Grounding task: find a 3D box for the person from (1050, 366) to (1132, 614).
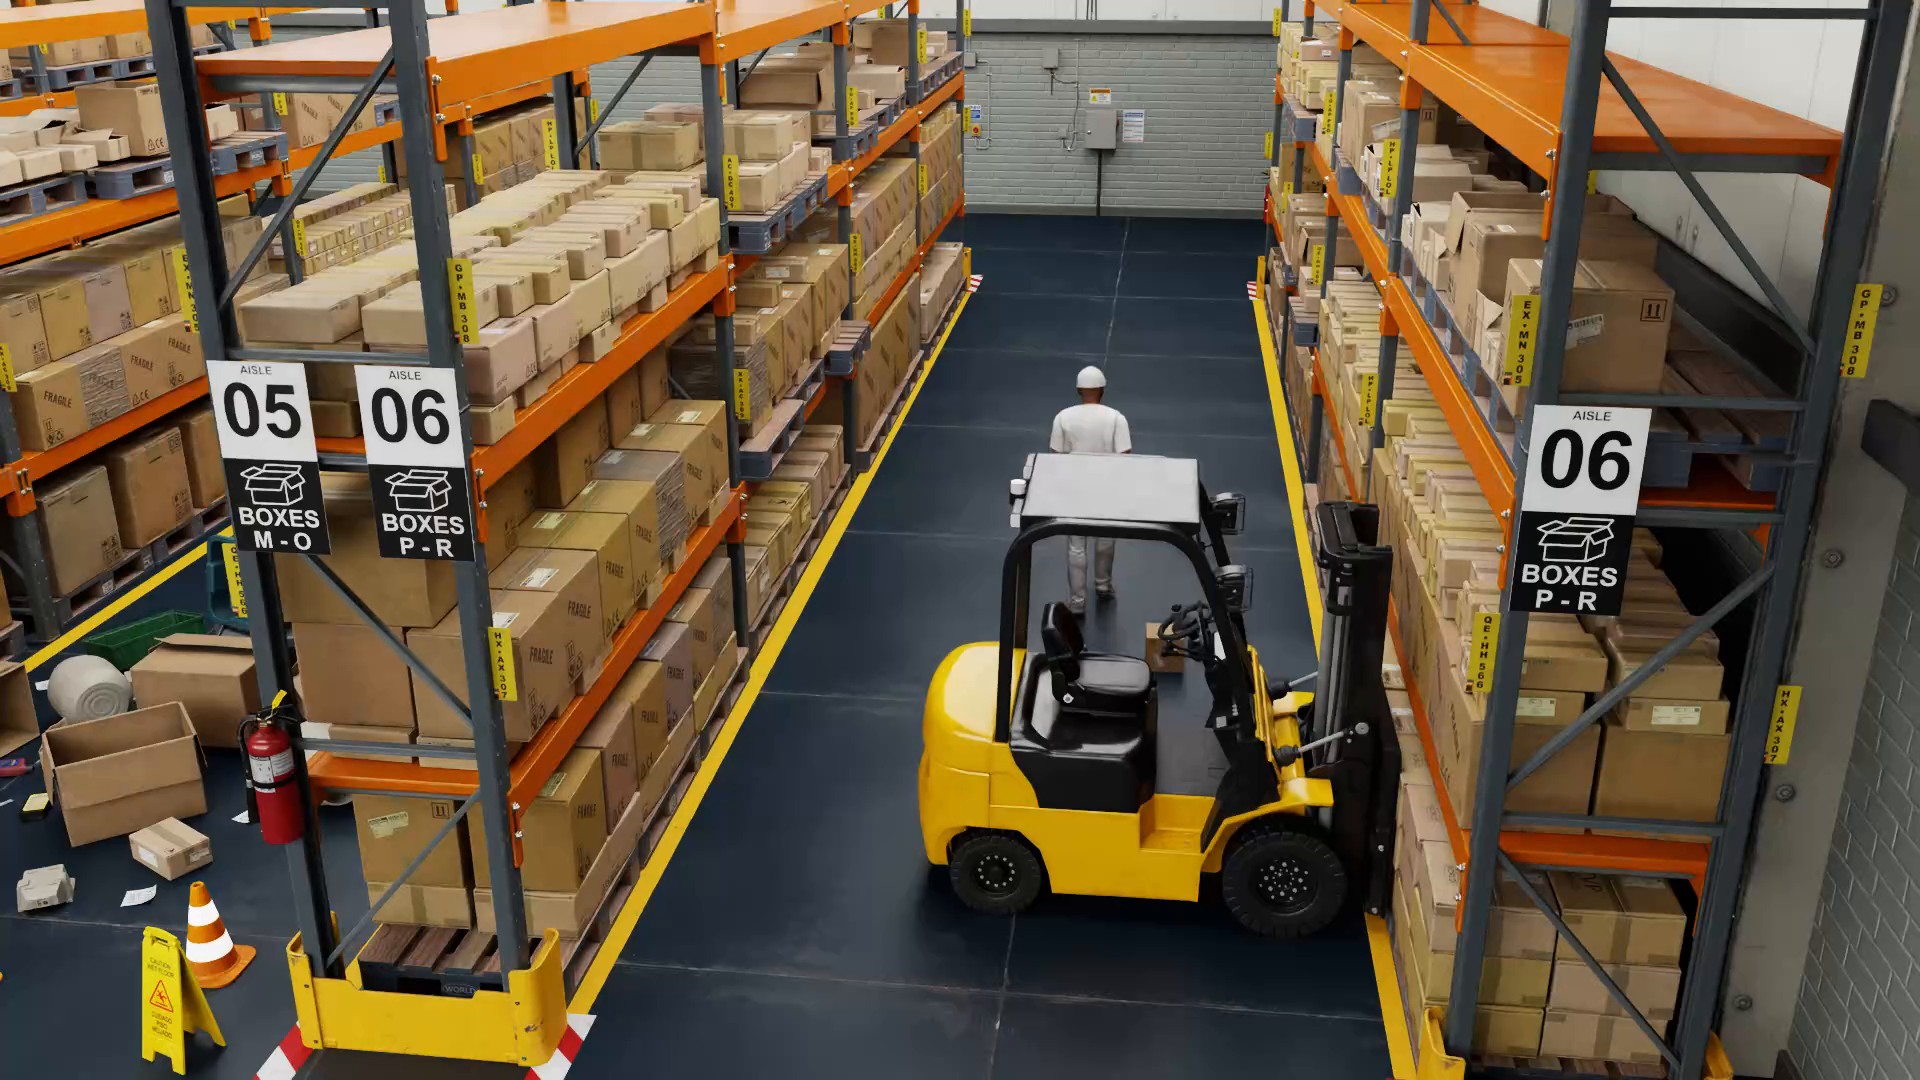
[{"bbox_3d":[0.936,-0.337,11.978,0.598,1.825,0.703,2,21,6],"label":"person"}]
